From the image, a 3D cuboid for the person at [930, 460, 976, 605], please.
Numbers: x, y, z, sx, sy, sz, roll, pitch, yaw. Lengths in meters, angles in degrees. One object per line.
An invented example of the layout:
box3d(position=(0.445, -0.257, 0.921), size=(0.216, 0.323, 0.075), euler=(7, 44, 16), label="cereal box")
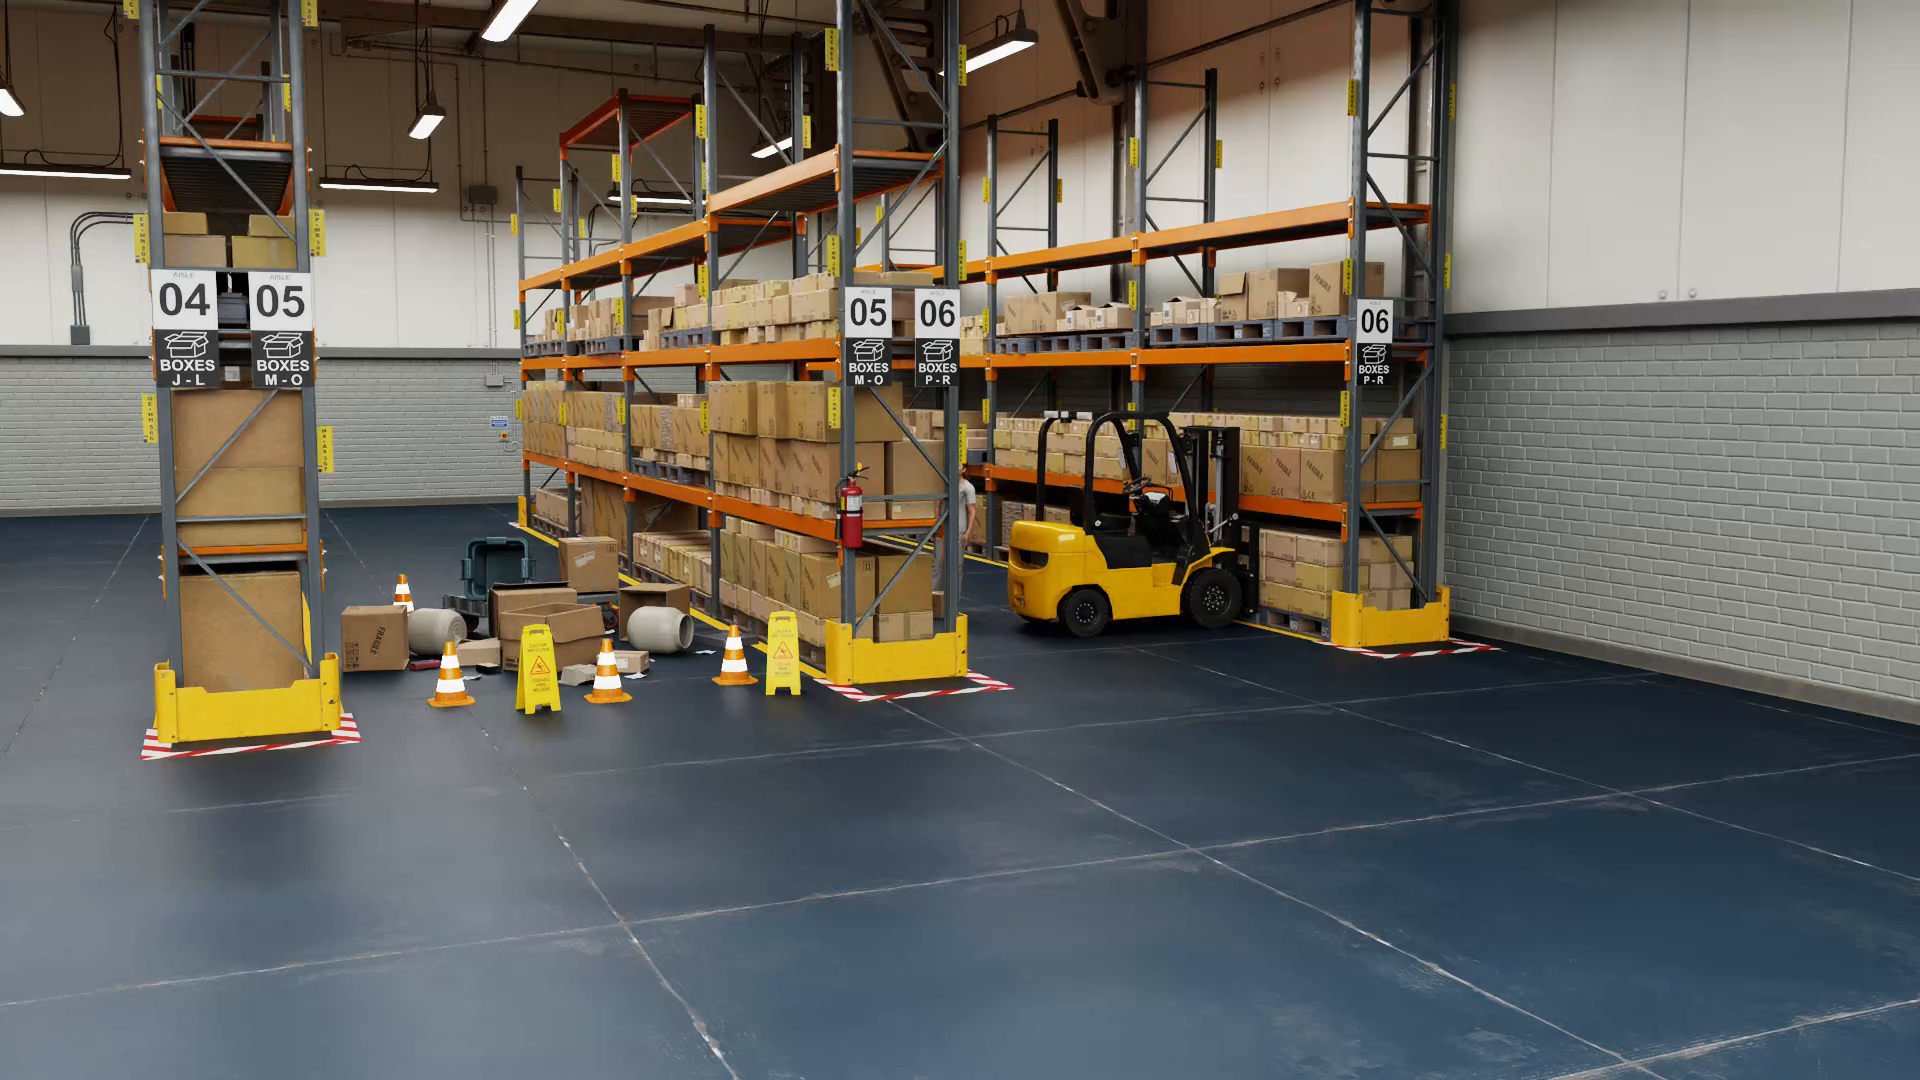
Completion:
box3d(position=(-0.126, -0.062, 17.516), size=(0.550, 1.673, 0.548), euler=(4, 7, 37), label="person")
